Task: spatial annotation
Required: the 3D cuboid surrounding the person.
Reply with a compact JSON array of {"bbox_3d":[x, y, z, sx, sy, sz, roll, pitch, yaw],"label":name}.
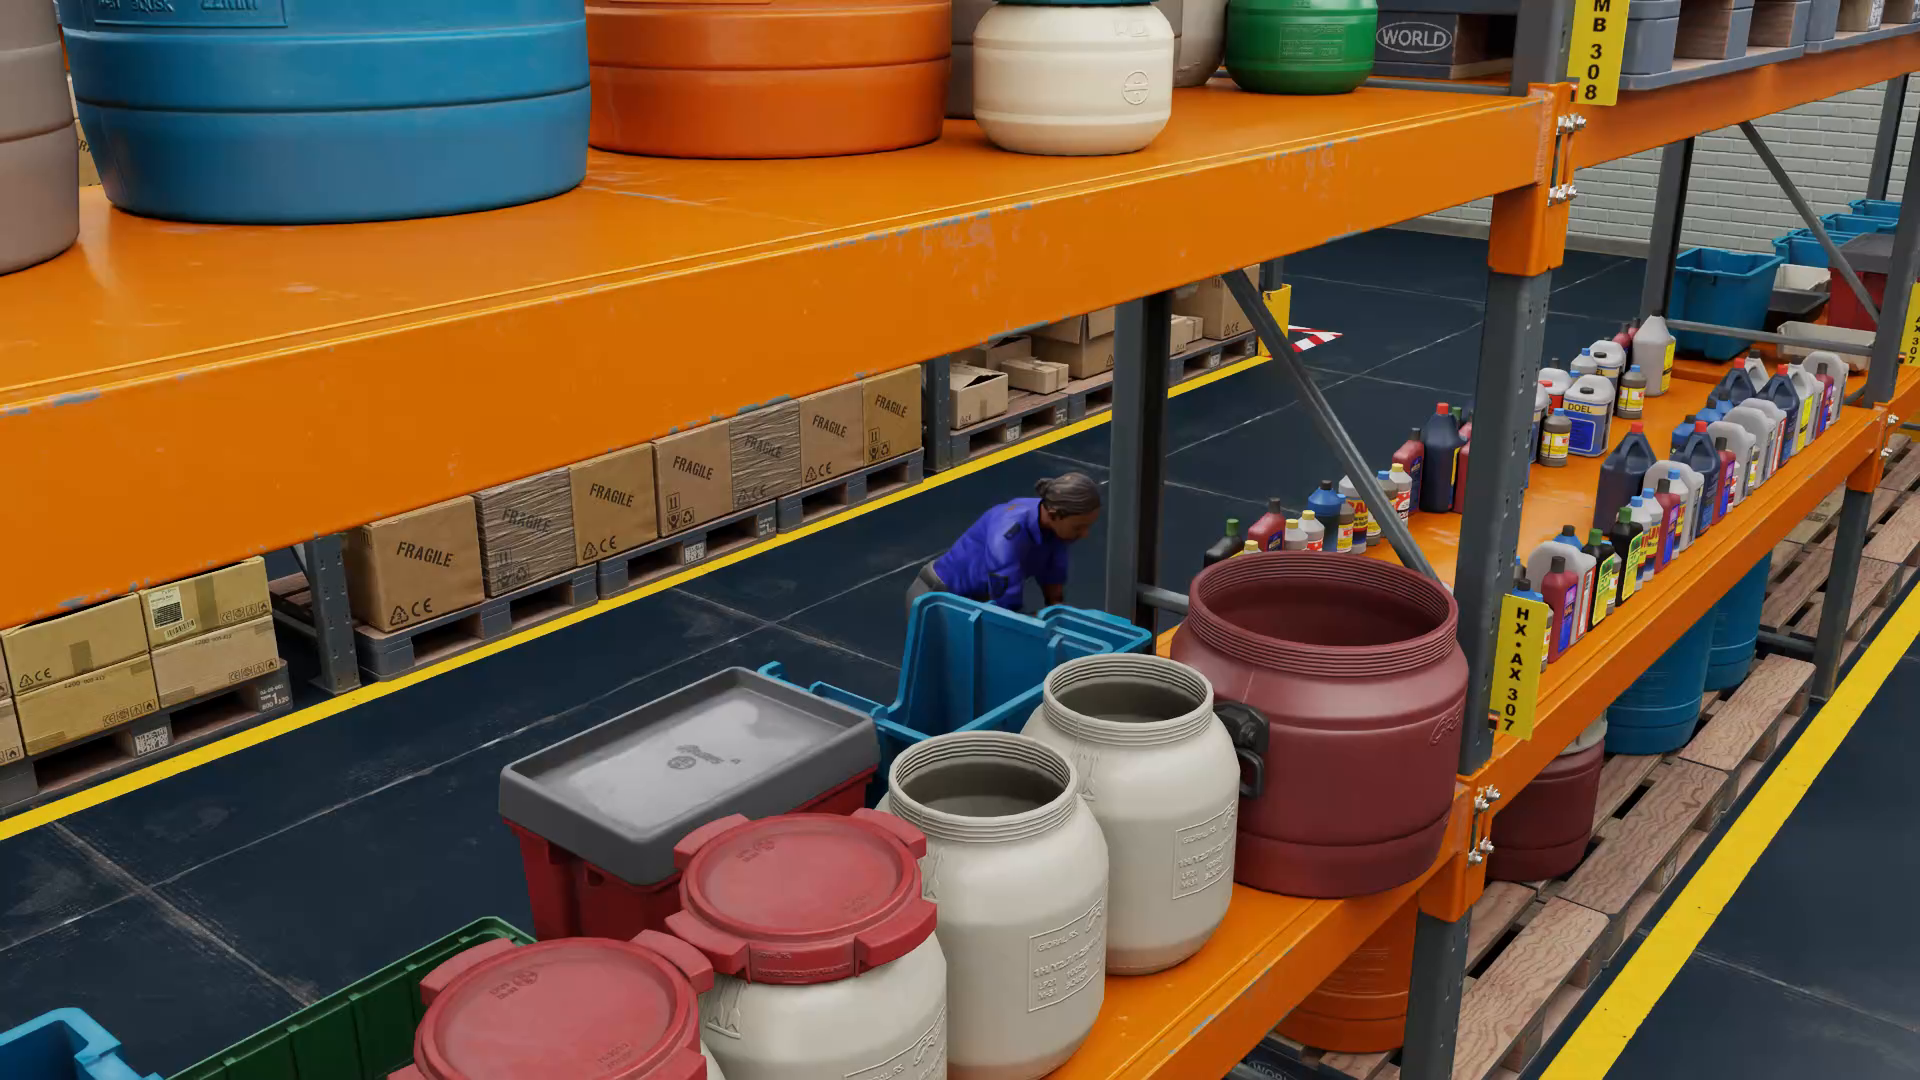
[{"bbox_3d":[0.158,0.382,5.935,0.735,1.399,0.414,15,25,35],"label":"person"}]
